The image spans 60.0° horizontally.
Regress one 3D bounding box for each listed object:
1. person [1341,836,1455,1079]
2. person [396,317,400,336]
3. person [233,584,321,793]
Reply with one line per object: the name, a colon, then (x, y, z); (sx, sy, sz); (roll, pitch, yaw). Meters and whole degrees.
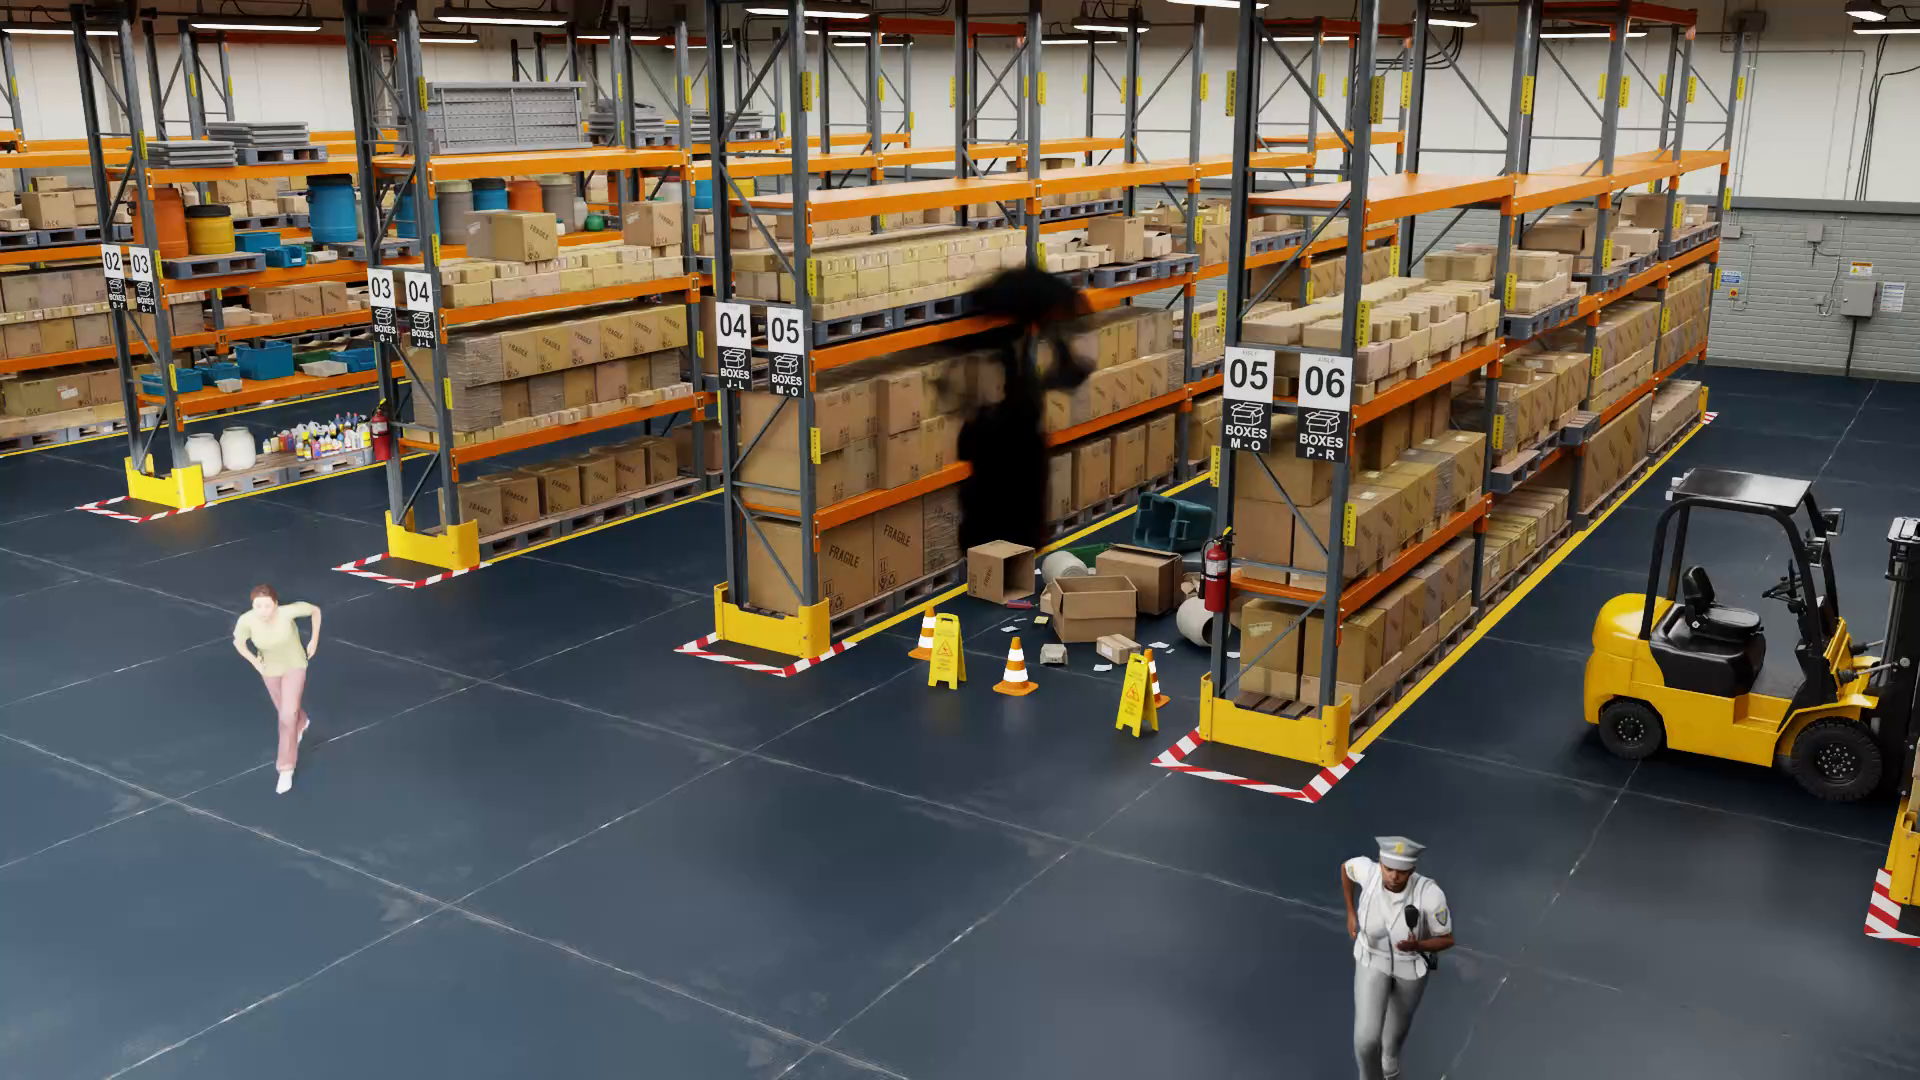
person: (2.181, 2.162, 8.401); (0.569, 1.661, 0.904); (4, 16, 15)
person: (-10.878, -4.440, 31.997); (0.702, 1.726, 0.598); (11, 19, 34)
person: (-5.148, 1.016, 12.691); (0.617, 1.627, 0.965); (-4, 16, -13)
